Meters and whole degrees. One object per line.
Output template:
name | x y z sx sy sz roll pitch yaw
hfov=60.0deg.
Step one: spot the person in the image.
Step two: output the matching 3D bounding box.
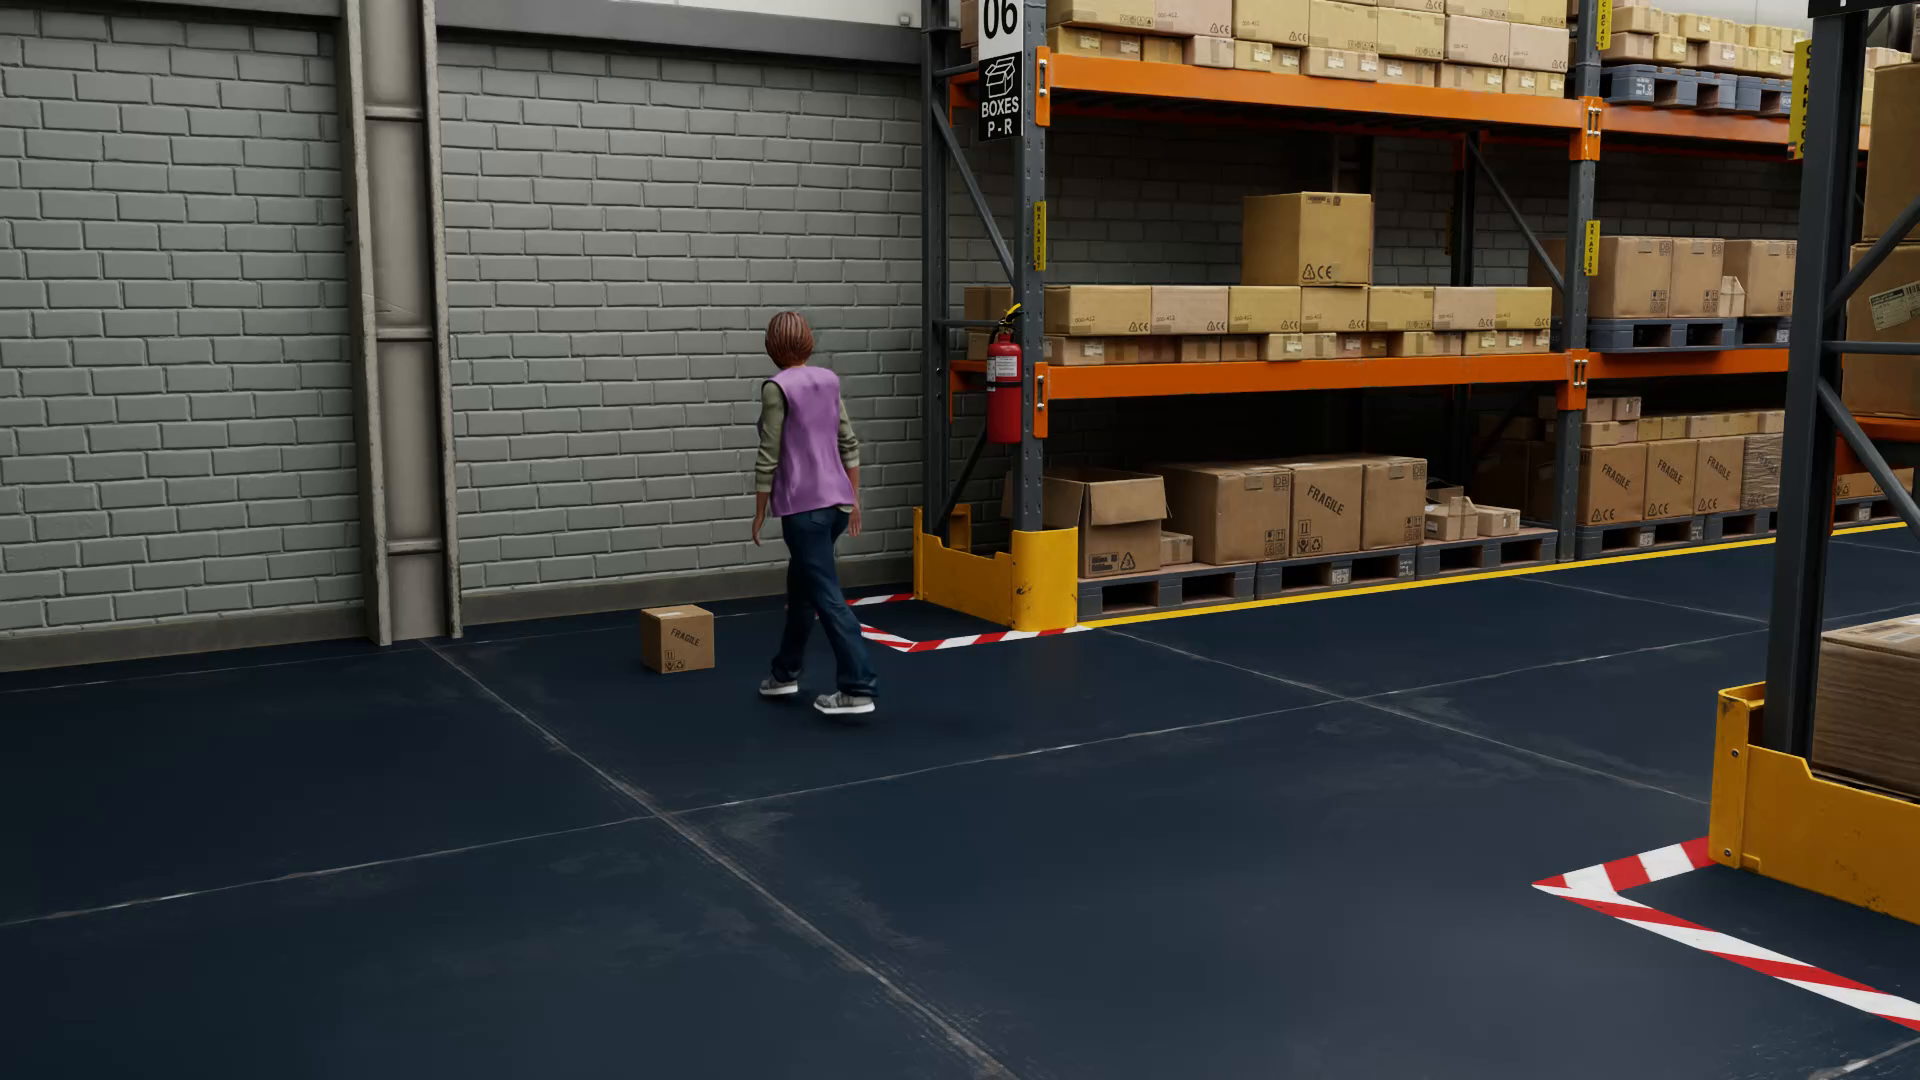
person | -0.657 -0.114 6.584 0.830 1.551 0.421 5 10 33
